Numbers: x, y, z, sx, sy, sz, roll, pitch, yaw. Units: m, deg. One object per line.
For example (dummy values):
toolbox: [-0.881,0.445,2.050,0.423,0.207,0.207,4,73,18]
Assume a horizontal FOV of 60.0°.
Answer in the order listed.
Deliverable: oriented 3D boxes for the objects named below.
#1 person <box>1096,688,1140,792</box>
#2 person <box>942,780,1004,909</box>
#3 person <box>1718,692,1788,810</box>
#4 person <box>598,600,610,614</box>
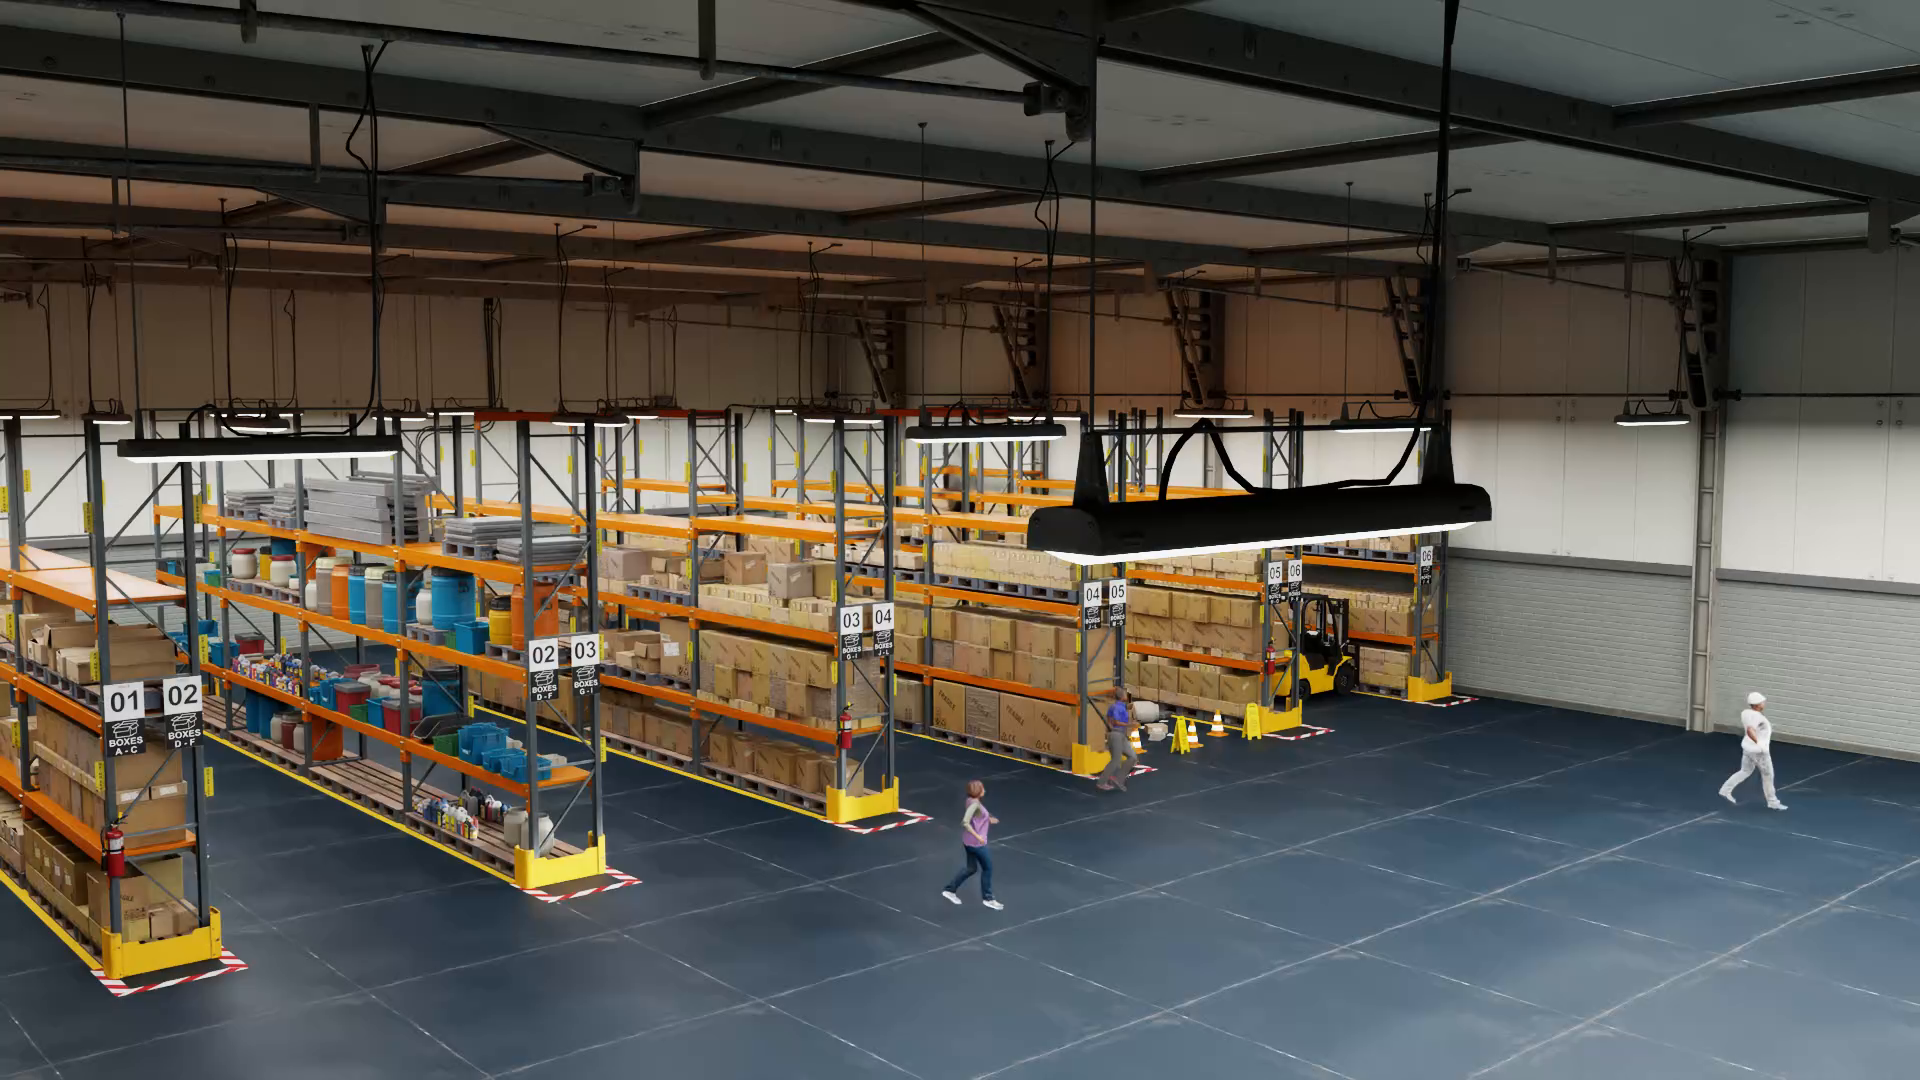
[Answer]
person: [2.553,3.198,26.643,0.658,1.652,0.599,1,5,14]
person: [0.163,3.738,20.359,0.758,1.616,0.532,-1,5,-14]
person: [12.080,3.194,25.254,0.992,1.777,0.683,0,5,-1]
person: [-8.868,1.894,41.017,0.958,1.649,0.627,-5,7,-42]
